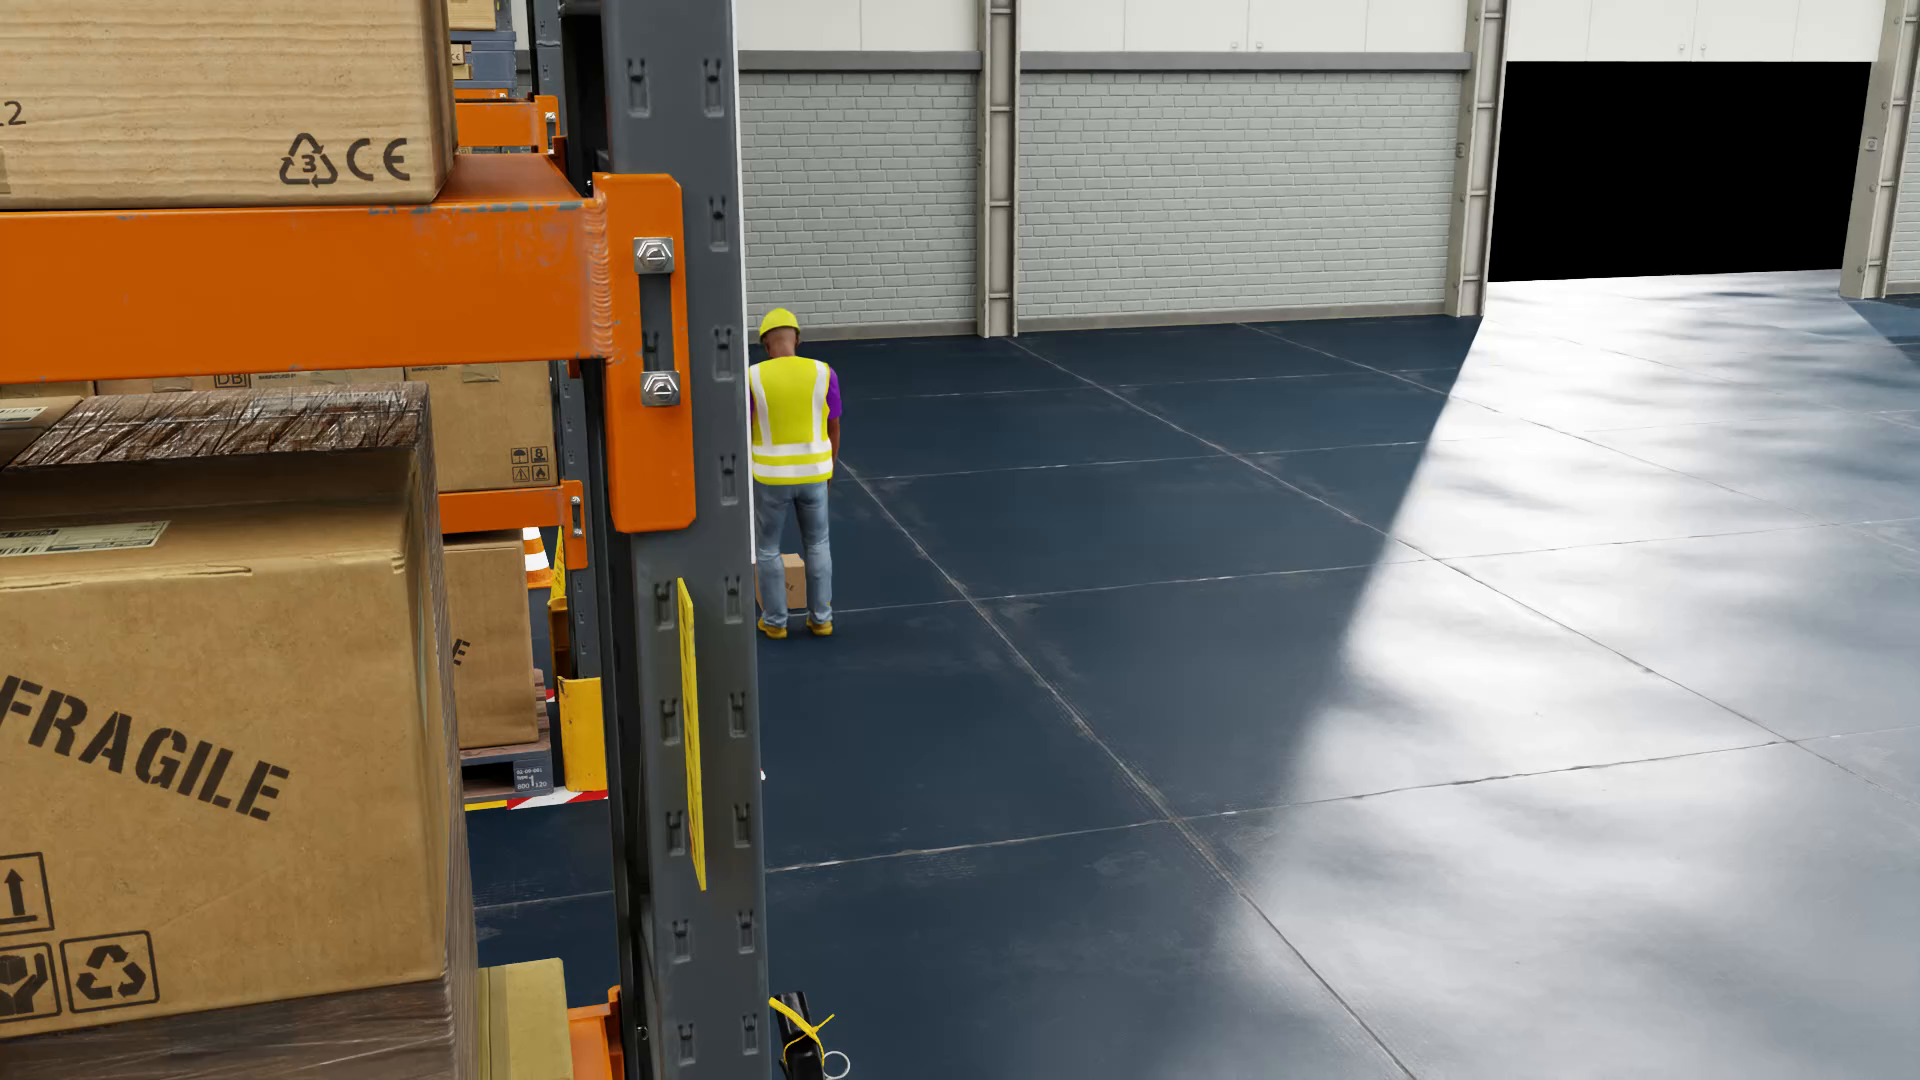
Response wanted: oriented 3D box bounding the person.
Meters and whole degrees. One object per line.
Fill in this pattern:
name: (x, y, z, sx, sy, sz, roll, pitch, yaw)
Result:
person: (-0.914, -0.342, 8.759, 0.584, 1.734, 0.422, -4, 16, -14)
